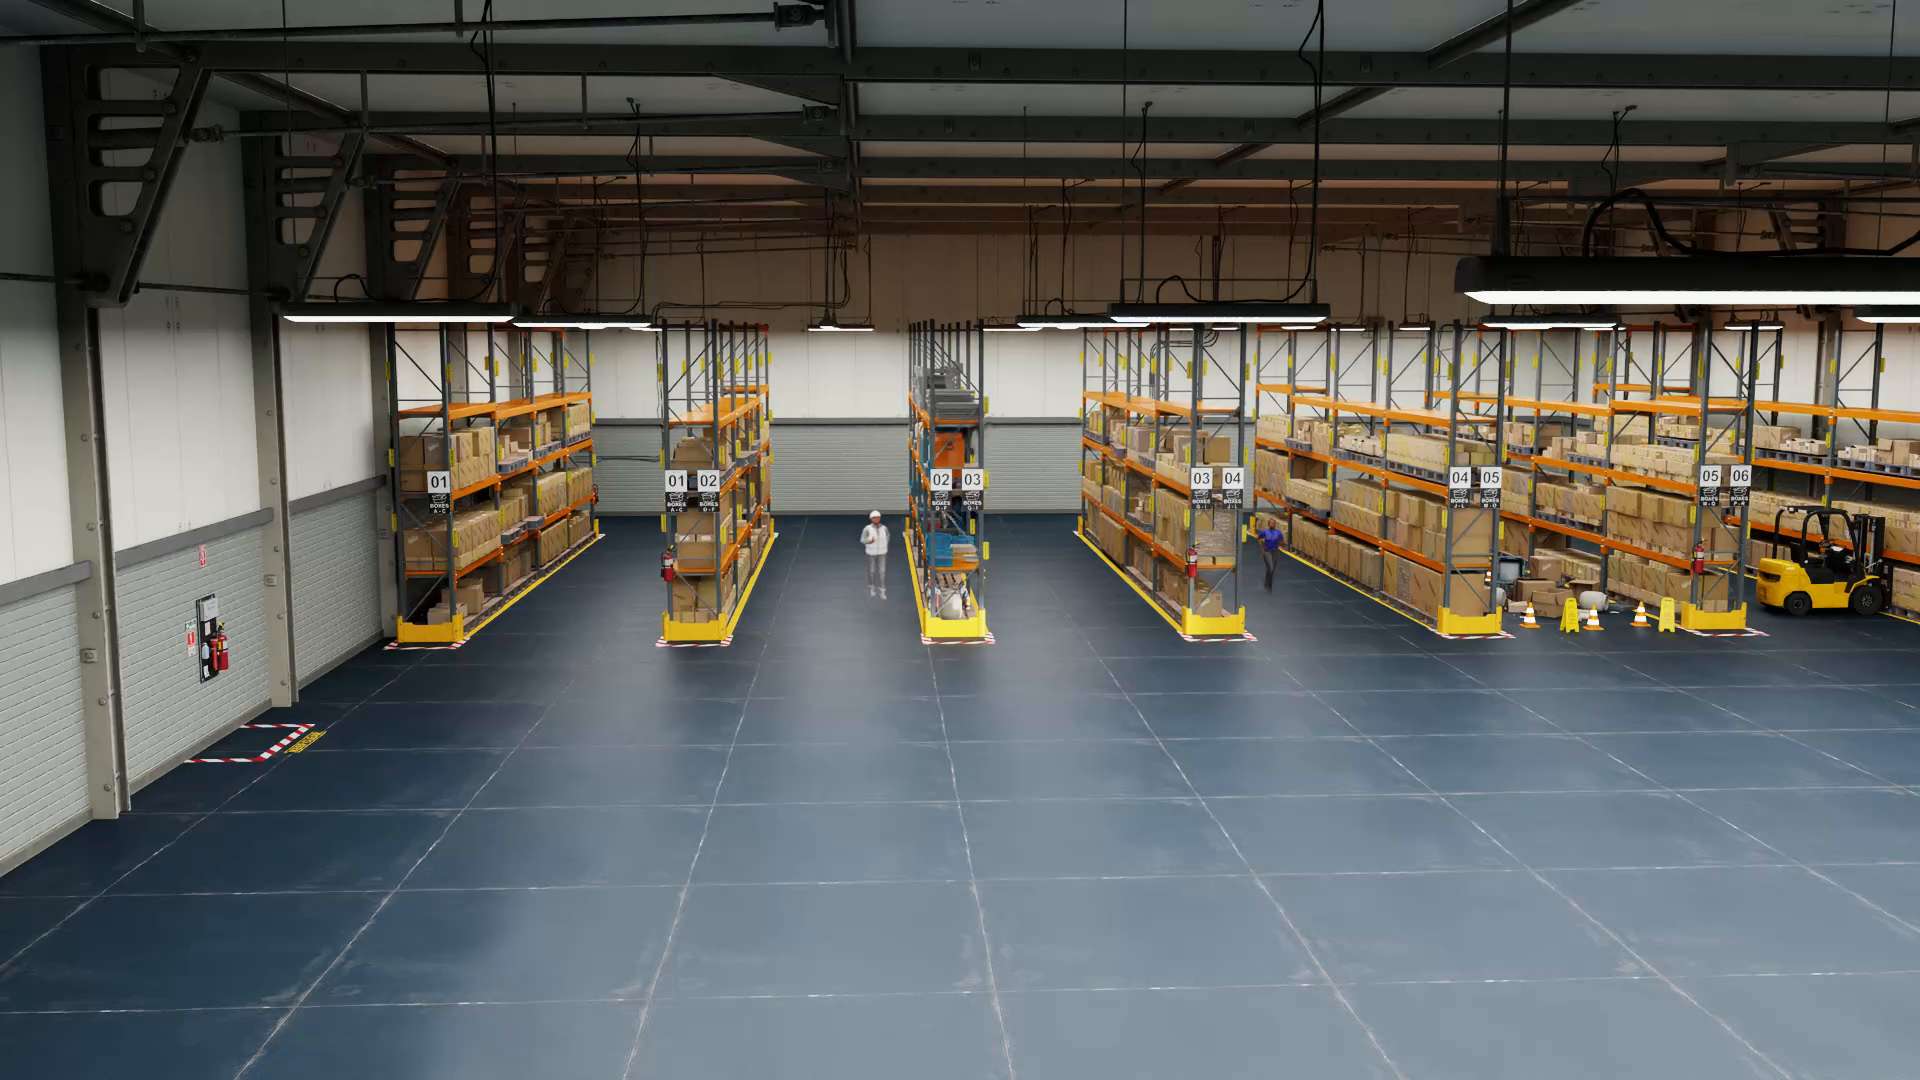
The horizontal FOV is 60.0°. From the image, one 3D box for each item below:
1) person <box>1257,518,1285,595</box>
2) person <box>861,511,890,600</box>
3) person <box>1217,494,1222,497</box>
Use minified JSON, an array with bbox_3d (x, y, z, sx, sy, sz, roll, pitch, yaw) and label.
[{"bbox_3d":[6.909,0.373,36.868,0.546,1.725,0.758,-1,7,-10],"label":"person"},{"bbox_3d":[-1.726,0.300,34.269,0.652,1.811,0.839,-2,7,-13],"label":"person"},{"bbox_3d":[7.253,-0.846,46.635,0.644,1.656,0.509,0,7,1],"label":"person"}]
